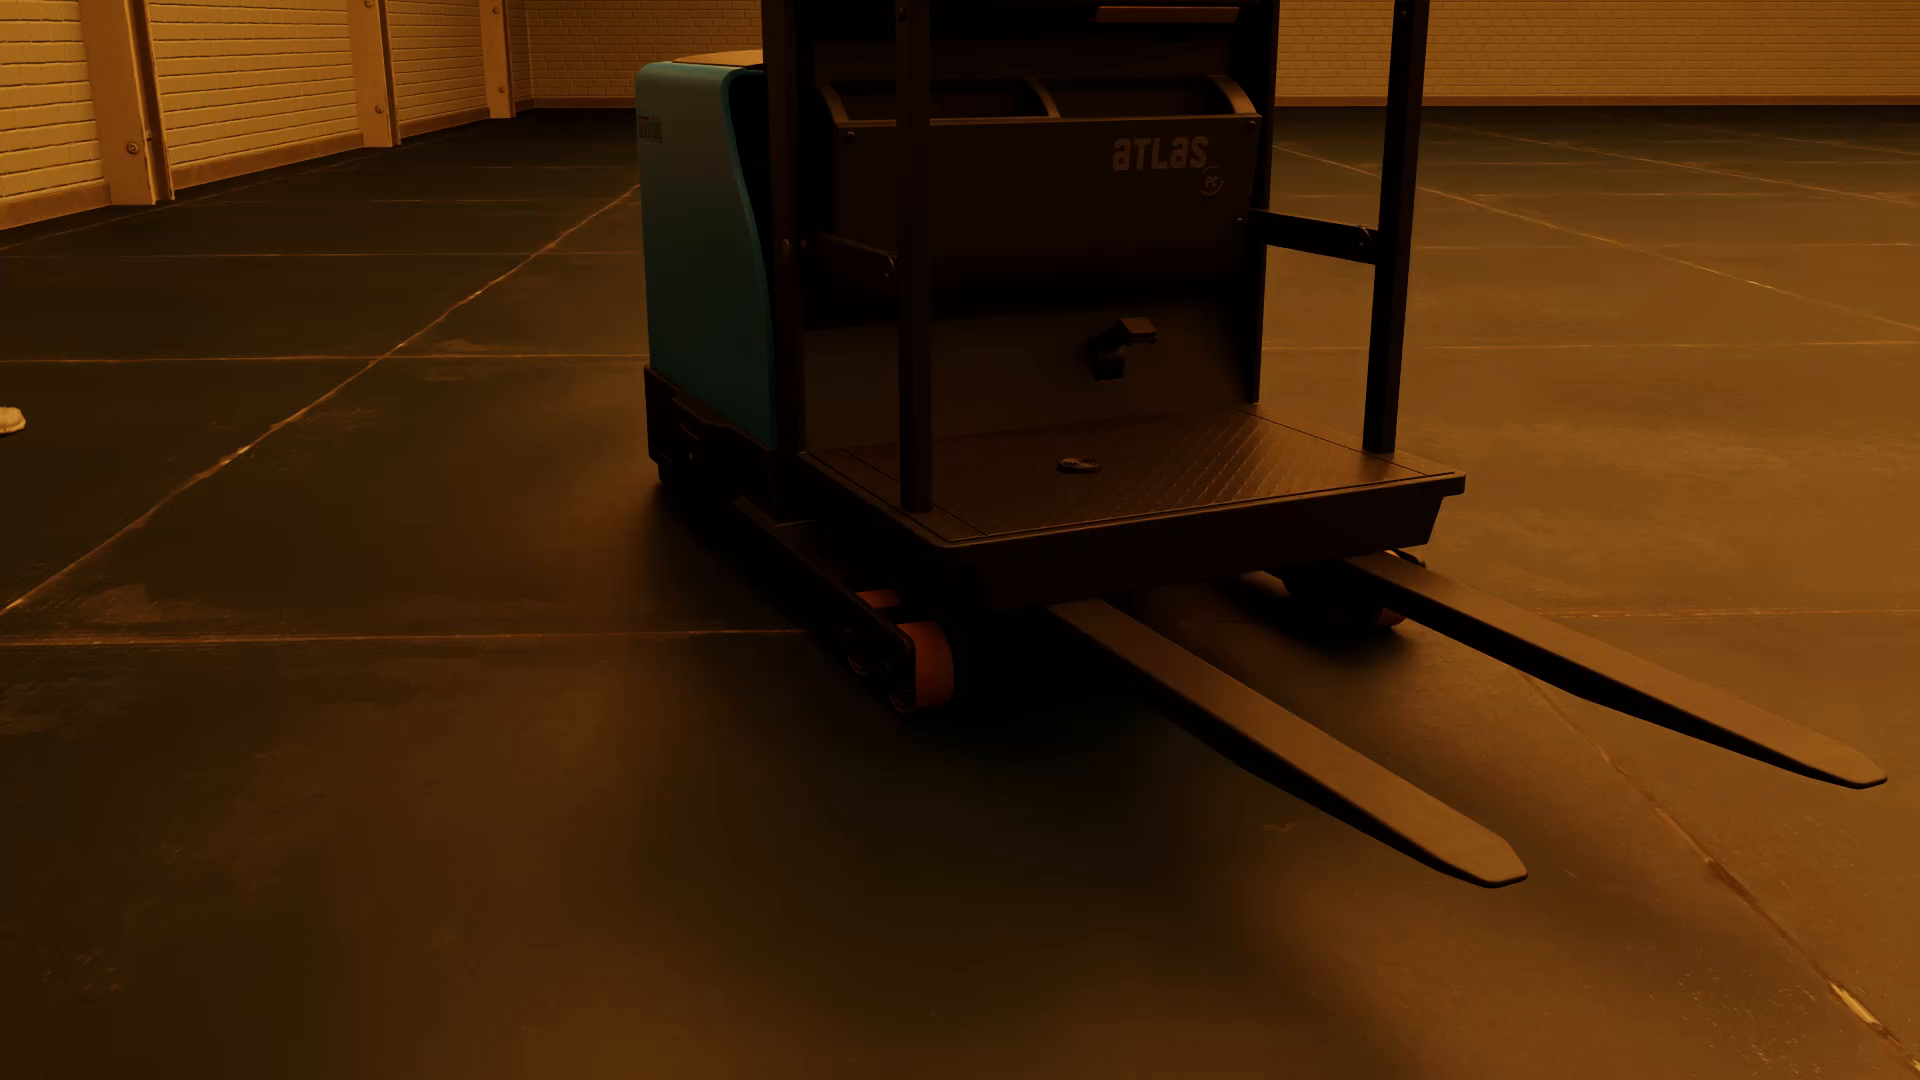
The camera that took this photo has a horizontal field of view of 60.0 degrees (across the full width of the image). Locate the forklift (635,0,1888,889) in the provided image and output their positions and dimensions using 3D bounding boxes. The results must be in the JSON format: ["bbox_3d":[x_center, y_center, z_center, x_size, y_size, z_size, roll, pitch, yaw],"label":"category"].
[{"bbox_3d":[0.258,-1.240,2.962,1.130,2.935,3.031,-8,19,-24],"label":"forklift"}]

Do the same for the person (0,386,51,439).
[{"bbox_3d":[-3.064,-1.130,4.555,0.629,1.773,0.569,2,17,6],"label":"person"}]
